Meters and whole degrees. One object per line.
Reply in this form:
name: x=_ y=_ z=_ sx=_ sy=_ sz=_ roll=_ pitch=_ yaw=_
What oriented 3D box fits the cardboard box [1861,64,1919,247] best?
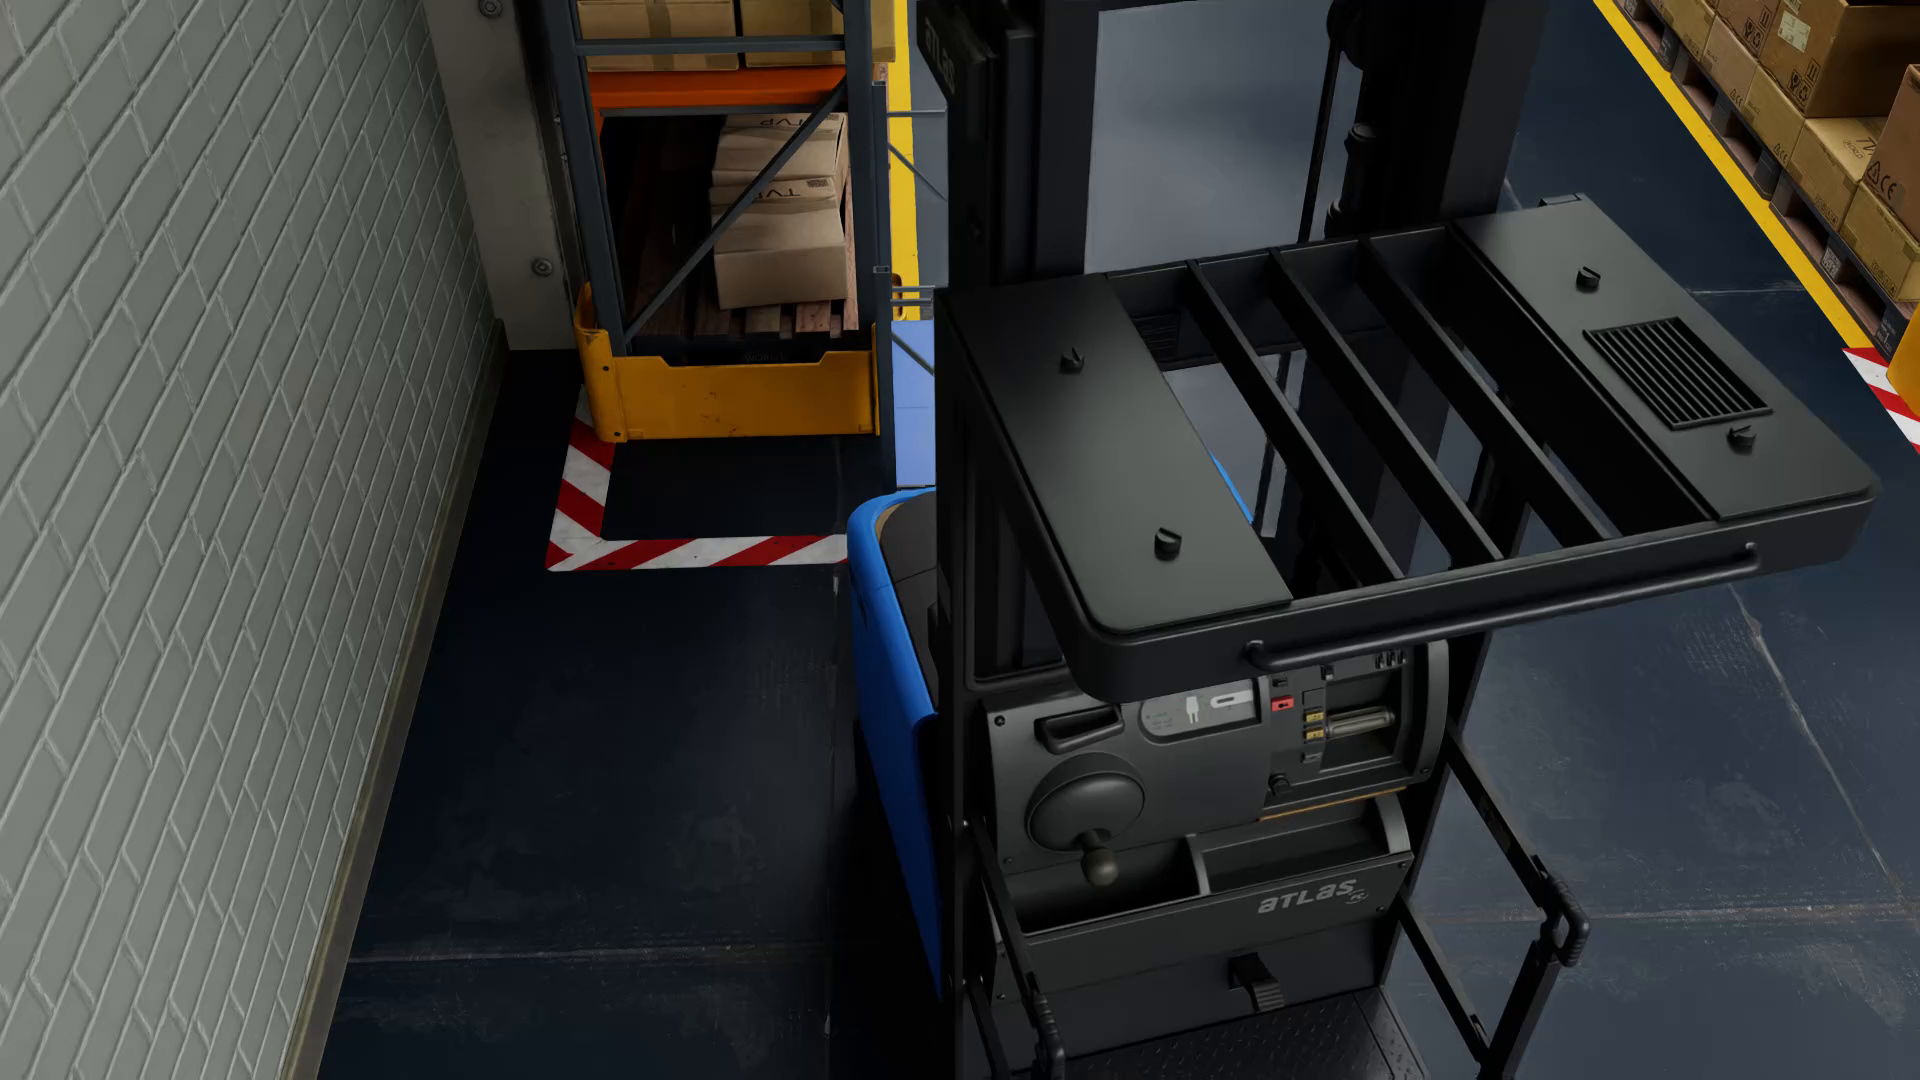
cardboard box: x=3.853 y=-1.462 z=6.294 sx=0.500 sy=0.500 sz=0.500 roll=-2 pitch=43 yaw=-2

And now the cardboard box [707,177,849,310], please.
cardboard box: x=-0.716 y=-1.186 z=6.489 sx=0.500 sy=0.311 sz=0.500 roll=-6 pitch=43 yaw=-7

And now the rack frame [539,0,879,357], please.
rack frame: x=-0.776 y=-1.546 z=5.216 sx=1.000 sy=3.000 sz=0.127 roll=-2 pitch=43 yaw=-2

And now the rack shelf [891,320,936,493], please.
rack shelf: x=0.004 y=-0.363 z=5.302 sx=0.538 sy=0.185 sz=1.000 roll=-2 pitch=43 yaw=-2

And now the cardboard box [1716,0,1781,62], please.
cardboard box: x=3.776 y=-2.474 z=7.398 sx=0.500 sy=0.500 sz=0.500 roll=-2 pitch=43 yaw=-2

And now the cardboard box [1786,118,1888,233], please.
cardboard box: x=3.822 y=-1.522 z=6.915 sx=0.500 sy=0.250 sz=0.500 roll=-2 pitch=43 yaw=-2

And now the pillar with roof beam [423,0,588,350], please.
pillar with roof beam: x=2.631 y=-4.329 z=3.813 sx=9.100 sy=9.000 sz=0.400 roll=-2 pitch=43 yaw=-2

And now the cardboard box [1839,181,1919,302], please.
cardboard box: x=3.855 y=-1.185 z=6.547 sx=0.500 sy=0.250 sz=0.500 roll=-2 pitch=43 yaw=-2

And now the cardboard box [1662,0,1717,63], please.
cardboard box: x=3.752 y=-2.535 z=8.020 sx=0.500 sy=0.250 sz=0.500 roll=-2 pitch=43 yaw=-2

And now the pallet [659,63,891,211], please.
pallet: x=-0.828 y=-1.940 z=7.710 sx=1.003 sy=0.211 sz=1.213 roll=-2 pitch=43 yaw=-2

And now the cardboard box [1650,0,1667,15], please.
cardboard box: x=3.736 y=-2.873 z=8.388 sx=0.500 sy=0.250 sz=0.500 roll=-2 pitch=43 yaw=-2

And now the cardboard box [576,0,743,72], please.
cardboard box: x=-0.990 y=-1.808 z=5.599 sx=0.500 sy=0.250 sz=0.500 roll=-1 pitch=43 yaw=-1

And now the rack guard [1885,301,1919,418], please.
rack guard: x=4.174 y=-0.753 z=6.201 sx=1.175 sy=0.500 sz=0.348 roll=-2 pitch=43 yaw=-2

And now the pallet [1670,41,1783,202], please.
pallet: x=4.050 y=-1.999 z=7.775 sx=1.003 sy=0.211 sz=1.213 roll=-2 pitch=43 yaw=-2

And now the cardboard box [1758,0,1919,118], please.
cardboard box: x=3.796 y=-2.136 z=7.030 sx=0.500 sy=0.500 sz=0.500 roll=-2 pitch=43 yaw=-2

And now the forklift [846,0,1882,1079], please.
forklift: x=0.562 y=0.489 z=3.047 sx=1.130 sy=2.935 sz=3.031 roll=-10 pitch=43 yaw=-11

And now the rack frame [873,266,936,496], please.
rack frame: x=0.025 y=-0.152 z=4.806 sx=0.500 sy=1.500 sz=0.032 roll=-2 pitch=43 yaw=-2

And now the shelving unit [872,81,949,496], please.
shelving unit: x=0.004 y=-0.495 z=5.180 sx=0.538 sy=1.500 sz=1.048 roll=-2 pitch=43 yaw=-2

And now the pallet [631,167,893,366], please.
pallet: x=-0.779 y=-1.119 z=6.814 sx=1.003 sy=0.211 sz=1.213 roll=-2 pitch=43 yaw=-2

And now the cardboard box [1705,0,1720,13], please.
cardboard box: x=3.752 y=-2.811 z=7.766 sx=0.500 sy=0.500 sz=0.500 roll=-2 pitch=43 yaw=-2

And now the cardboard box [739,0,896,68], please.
cardboard box: x=-0.480 y=-1.836 z=5.630 sx=0.500 sy=0.250 sz=0.500 roll=-3 pitch=43 yaw=-3

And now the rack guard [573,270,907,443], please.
rack guard: x=-0.780 y=-0.676 z=6.117 sx=1.175 sy=0.500 sz=0.348 roll=-2 pitch=43 yaw=-2

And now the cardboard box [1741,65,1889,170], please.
cardboard box: x=3.798 y=-1.860 z=7.283 sx=0.500 sy=0.250 sz=0.500 roll=-2 pitch=43 yaw=-2

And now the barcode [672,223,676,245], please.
barcode: x=-1.116 y=-1.191 z=6.486 sx=0.001 sy=0.075 sz=0.075 roll=-2 pitch=43 yaw=-2

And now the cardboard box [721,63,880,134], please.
cardboard box: x=-0.721 y=-2.138 z=7.387 sx=0.700 sy=0.500 sz=0.500 roll=-4 pitch=43 yaw=-4

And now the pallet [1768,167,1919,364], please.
pallet: x=4.098 y=-1.178 z=6.878 sx=1.003 sy=0.211 sz=1.213 roll=-2 pitch=43 yaw=-2

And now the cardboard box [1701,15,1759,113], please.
cardboard box: x=3.779 y=-2.197 z=7.652 sx=0.500 sy=0.250 sz=0.500 roll=-2 pitch=43 yaw=-2

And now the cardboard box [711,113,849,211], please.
cardboard box: x=-0.740 y=-1.571 z=6.909 sx=0.500 sy=0.311 sz=0.500 roll=2 pitch=43 yaw=2

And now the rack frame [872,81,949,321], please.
rack frame: x=-0.018 y=-0.838 z=5.555 sx=0.500 sy=1.500 sz=0.032 roll=-2 pitch=43 yaw=-2

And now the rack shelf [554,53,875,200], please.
rack shelf: x=-0.861 y=-2.631 z=6.933 sx=1.077 sy=0.370 sz=4.000 roll=-2 pitch=43 yaw=-2

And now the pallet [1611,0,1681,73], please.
pallet: x=3.995 y=-2.825 z=8.675 sx=1.003 sy=0.211 sz=1.213 roll=-2 pitch=43 yaw=-2
